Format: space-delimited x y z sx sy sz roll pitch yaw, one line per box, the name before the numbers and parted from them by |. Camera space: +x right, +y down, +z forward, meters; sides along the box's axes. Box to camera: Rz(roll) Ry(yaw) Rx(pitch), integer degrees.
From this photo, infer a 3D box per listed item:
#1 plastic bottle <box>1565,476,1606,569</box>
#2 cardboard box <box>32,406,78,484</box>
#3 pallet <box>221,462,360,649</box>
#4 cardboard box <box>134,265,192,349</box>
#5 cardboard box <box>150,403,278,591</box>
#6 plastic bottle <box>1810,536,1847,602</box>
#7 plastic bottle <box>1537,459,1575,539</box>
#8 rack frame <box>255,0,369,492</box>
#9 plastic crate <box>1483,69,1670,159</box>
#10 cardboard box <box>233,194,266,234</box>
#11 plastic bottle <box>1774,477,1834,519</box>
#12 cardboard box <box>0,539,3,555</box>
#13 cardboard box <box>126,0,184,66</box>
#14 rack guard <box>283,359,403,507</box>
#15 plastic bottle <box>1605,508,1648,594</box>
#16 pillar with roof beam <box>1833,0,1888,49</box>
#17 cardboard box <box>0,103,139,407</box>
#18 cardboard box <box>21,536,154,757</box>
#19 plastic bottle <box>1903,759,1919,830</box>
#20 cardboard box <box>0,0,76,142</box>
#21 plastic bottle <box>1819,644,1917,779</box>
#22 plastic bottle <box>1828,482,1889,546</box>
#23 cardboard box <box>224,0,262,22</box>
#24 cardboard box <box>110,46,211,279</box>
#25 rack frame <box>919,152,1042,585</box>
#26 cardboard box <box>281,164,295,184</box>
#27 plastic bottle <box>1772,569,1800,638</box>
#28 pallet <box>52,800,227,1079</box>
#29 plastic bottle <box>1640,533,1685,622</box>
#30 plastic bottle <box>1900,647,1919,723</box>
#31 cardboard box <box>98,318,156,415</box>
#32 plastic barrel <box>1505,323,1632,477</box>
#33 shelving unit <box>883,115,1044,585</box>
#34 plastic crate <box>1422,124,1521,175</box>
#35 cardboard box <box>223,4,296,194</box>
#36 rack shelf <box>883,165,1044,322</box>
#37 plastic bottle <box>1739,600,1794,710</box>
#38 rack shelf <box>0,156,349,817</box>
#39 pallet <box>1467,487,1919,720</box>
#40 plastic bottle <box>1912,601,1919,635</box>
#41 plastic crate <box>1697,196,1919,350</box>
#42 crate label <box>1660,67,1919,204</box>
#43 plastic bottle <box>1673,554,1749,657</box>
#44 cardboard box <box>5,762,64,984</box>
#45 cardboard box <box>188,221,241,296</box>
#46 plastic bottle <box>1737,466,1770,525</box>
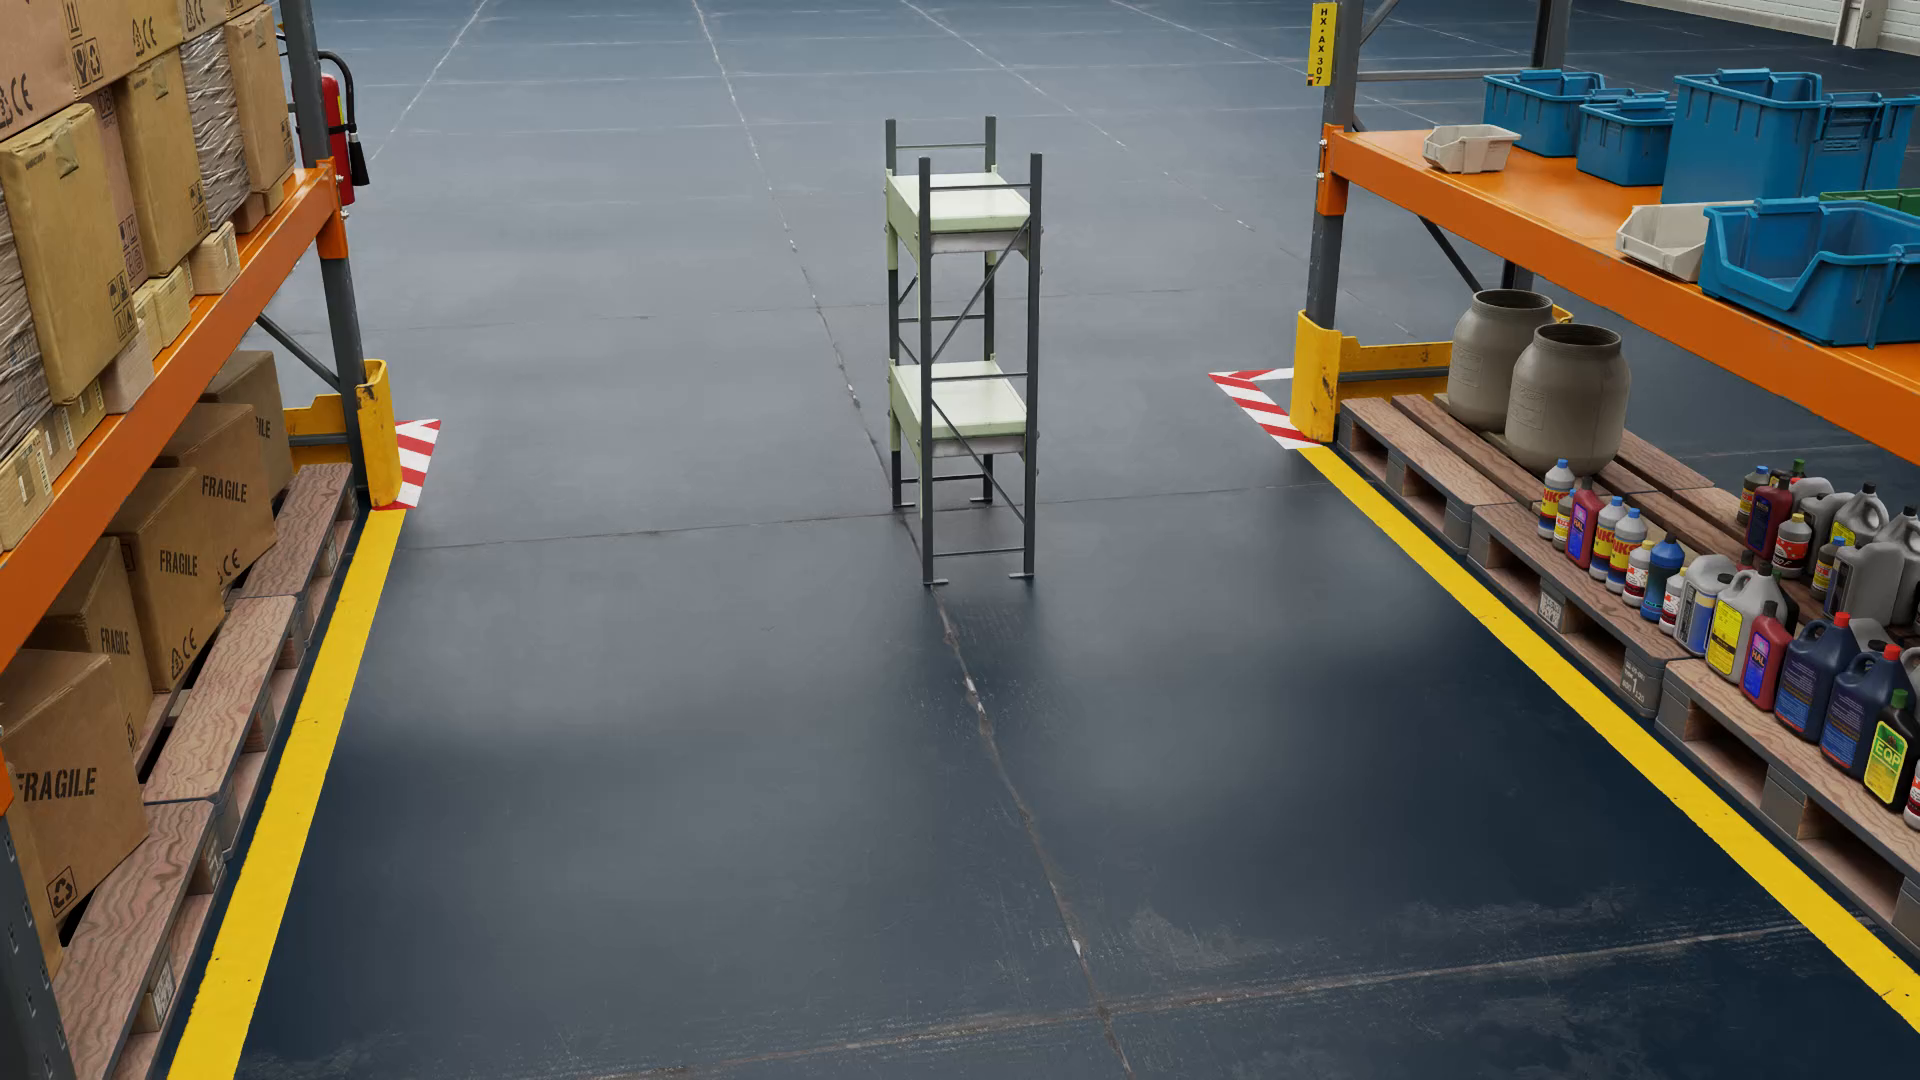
plastic bottle | 2.069 -0.060 5.485 0.061 0.283 0.133 -4 24 -9
cardboard box | -1.963 -0.178 3.223 0.380 0.149 0.250 -4 24 -10
pallet | -2.722 0.066 5.834 1.003 0.211 1.213 -4 24 -10
cardboard box | -2.147 -0.571 4.123 0.380 0.149 0.250 -4 24 -10
cardboard box | -2.608 -0.131 5.401 0.500 0.500 0.500 2 24 4
plastic bottle | 2.756 0.087 5.249 0.097 0.201 0.097 0 24 0
plastic bottle | 2.045 -0.145 5.694 0.097 0.271 0.097 0 24 0
rack frame | -2.852 -1.564 6.082 1.000 3.000 0.127 -4 24 -10
plastic crate | 2.403 -1.687 6.551 0.499 0.251 0.616 -4 24 -10
cardboard box | -2.423 -1.059 5.241 0.380 0.149 0.250 -4 24 -10
plastic bottle | 2.806 -0.092 5.567 0.152 0.276 0.135 -4 24 -9
cardboard box | -1.856 0.018 2.775 0.380 0.149 0.250 -4 24 -10
cardboard box | -2.235 -1.416 3.997 0.500 0.500 0.500 -4 24 -10
rack guard | -2.838 -0.388 6.514 1.175 0.500 0.348 -4 24 -10
plastic bottle | 2.127 0.029 5.295 0.097 0.271 0.097 0 24 0
pillar with roof beam | 6.282 -9.603 16.994 9.100 9.000 0.400 -4 24 -10
cardboard box | -2.192 -0.553 3.272 0.875 0.500 0.500 -4 24 -10
cardboard box | -2.452 0.339 4.324 0.500 0.500 0.500 -6 24 -14
plastic bottle | 2.382 0.604 4.065 0.097 0.201 0.097 0 24 0
cardboard box | -2.039 -1.023 3.099 0.500 0.500 0.500 -4 24 -10
plastic bottle | 2.353 0.424 4.293 0.144 0.351 0.185 -5 24 -11
plastic bottle | 2.866 -0.007 5.279 0.144 0.351 0.185 -3 24 -8
cardboard box | -2.409 -1.810 4.900 0.500 0.500 0.500 -4 24 -10
cardboard box | -2.436 -0.942 4.163 0.875 0.500 0.500 -4 24 -10
rack frame | 0.066 -0.546 5.626 0.400 1.500 0.023 -4 24 -10
cardboard box | -2.596 -1.352 5.911 0.380 0.149 0.250 -4 24 -10
plastic bottle | 2.354 0.234 4.810 0.061 0.283 0.133 -4 24 -10
pallet | -2.271 1.026 3.637 1.003 0.211 1.213 -4 24 -10
plastic bottle | 2.164 0.109 5.113 0.097 0.271 0.097 0 24 0
plastic bottle | 2.495 0.413 4.317 0.144 0.351 0.185 -4 24 -10
cardboard box | -2.024 -0.377 3.678 0.380 0.149 0.250 -4 24 -10
plastic barrel | 2.305 -0.532 6.304 0.421 0.512 0.421 0 24 0
shelving unit | -0.001 -0.690 5.956 0.431 1.500 0.755 -4 24 -10
plastic crate | 1.865 -1.434 6.114 0.298 0.136 0.250 -4 24 -10
cardboard box | -2.567 -1.340 5.073 0.875 0.500 0.500 -4 24 -10
rack shelf | -0.001 -1.048 5.800 0.431 0.370 0.720 -4 24 -10
plastic bottle | 2.247 0.318 4.619 0.061 0.283 0.133 -3 24 -6
rack shelf | -2.482 -0.447 4.425 1.077 0.370 4.000 -4 24 -10
pallet | 2.443 0.173 5.590 1.003 0.211 1.213 -4 24 -10
plastic bottle | 2.950 0.188 5.017 0.097 0.201 0.097 0 24 0
plastic crate | 2.284 -0.704 4.300 0.499 0.251 0.616 -4 24 -10
crate label | 2.622 -1.242 5.303 0.502 0.435 0.616 -4 24 -10
plastic bottle | 2.232 0.191 4.918 0.152 0.276 0.135 -4 24 -9
cardboard box | -2.147 0.803 3.263 0.500 0.500 0.500 -5 24 -11
cardboard box | -2.215 -0.769 4.578 0.380 0.149 0.250 -4 24 -10
plastic bottle | 2.786 -0.159 5.814 0.097 0.201 0.097 0 24 0
